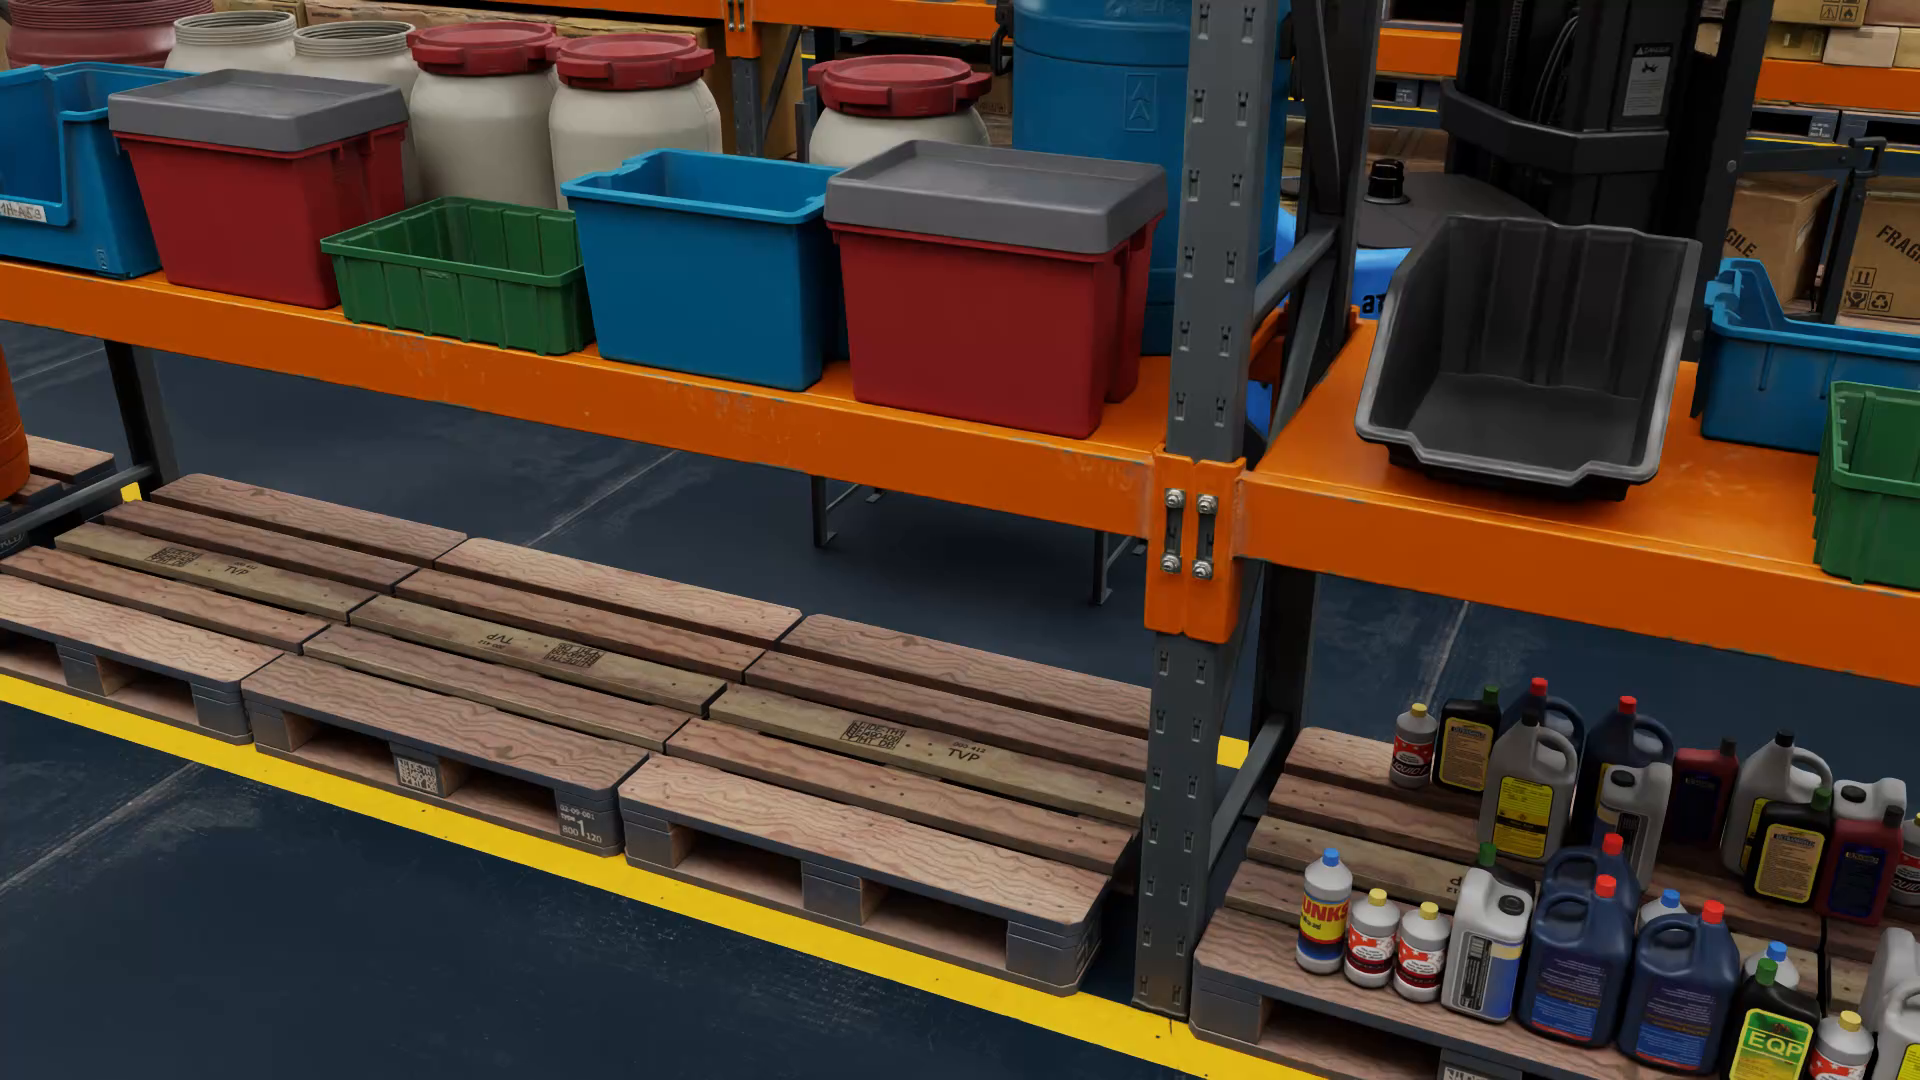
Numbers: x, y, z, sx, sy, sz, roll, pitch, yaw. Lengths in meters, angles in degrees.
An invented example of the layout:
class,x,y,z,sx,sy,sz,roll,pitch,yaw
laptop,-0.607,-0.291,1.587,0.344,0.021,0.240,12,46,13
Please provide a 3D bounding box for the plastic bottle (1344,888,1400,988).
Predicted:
class,x,y,z,sx,sy,sz,roll,pitch,yaw
plastic bottle,0.843,0.803,3.394,0.097,0.201,0.097,0,26,0

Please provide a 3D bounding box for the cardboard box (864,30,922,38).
class,x,y,z,sx,sy,sz,roll,pitch,yaw
cardboard box,-0.471,-4.476,13.800,0.500,0.500,0.500,10,28,20

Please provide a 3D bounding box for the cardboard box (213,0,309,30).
class,x,y,z,sx,sy,sz,roll,pitch,yaw
cardboard box,-4.000,-3.089,10.558,0.875,0.875,1.225,11,28,22

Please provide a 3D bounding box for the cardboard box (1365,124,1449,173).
class,x,y,z,sx,sy,sz,roll,pitch,yaw
cardboard box,2.142,-1.697,8.133,0.500,0.500,0.700,9,28,18

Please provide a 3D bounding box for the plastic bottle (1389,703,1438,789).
class,x,y,z,sx,sy,sz,roll,pitch,yaw
plastic bottle,1.101,0.491,4.028,0.097,0.201,0.097,0,26,0

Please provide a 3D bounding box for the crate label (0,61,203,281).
class,x,y,z,sx,sy,sz,roll,pitch,yaw
crate label,-2.207,-0.965,4.275,0.616,0.435,0.502,11,28,22

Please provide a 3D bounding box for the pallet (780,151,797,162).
class,x,y,z,sx,sy,sz,roll,pitch,yaw
pallet,-1.636,-2.155,9.888,1.213,0.211,1.003,11,28,22

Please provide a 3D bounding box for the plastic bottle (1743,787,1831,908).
class,x,y,z,sx,sy,sz,roll,pitch,yaw
plastic bottle,1.797,0.655,3.602,0.133,0.283,0.061,11,28,22

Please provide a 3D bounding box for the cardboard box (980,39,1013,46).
class,x,y,z,sx,sy,sz,roll,pitch,yaw
cardboard box,0.488,-4.290,13.421,0.500,0.500,0.500,11,28,22

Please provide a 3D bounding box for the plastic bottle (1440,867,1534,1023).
class,x,y,z,sx,sy,sz,roll,pitch,yaw
plastic bottle,1.056,0.799,3.317,0.135,0.276,0.152,12,29,24

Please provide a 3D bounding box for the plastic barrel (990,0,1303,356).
class,x,y,z,sx,sy,sz,roll,pitch,yaw
plastic barrel,0.415,-0.926,3.667,0.708,0.901,0.600,11,28,22

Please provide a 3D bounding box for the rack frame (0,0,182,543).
class,x,y,z,sx,sy,sz,roll,pitch,yaw
rack frame,-3.000,-1.240,4.873,0.127,3.000,1.000,11,28,22

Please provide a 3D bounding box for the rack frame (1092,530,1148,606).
class,x,y,z,sx,sy,sz,roll,pitch,yaw
rack frame,0.540,-0.564,5.198,0.032,1.500,0.500,11,28,22

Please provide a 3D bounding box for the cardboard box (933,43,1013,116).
class,x,y,z,sx,sy,sz,roll,pitch,yaw
cardboard box,0.160,-2.440,8.794,0.500,0.250,0.500,15,30,28

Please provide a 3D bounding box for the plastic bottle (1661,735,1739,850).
class,x,y,z,sx,sy,sz,roll,pitch,yaw
plastic bottle,1.687,0.563,3.788,0.133,0.283,0.061,13,29,25

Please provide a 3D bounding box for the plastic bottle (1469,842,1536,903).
class,x,y,z,sx,sy,sz,roll,pitch,yaw
plastic bottle,1.099,0.752,3.403,0.133,0.283,0.061,11,28,22

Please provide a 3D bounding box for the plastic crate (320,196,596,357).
class,x,y,z,sx,sy,sz,roll,pitch,yaw
plastic crate,-1.061,-0.618,3.850,0.662,0.188,0.450,11,28,22

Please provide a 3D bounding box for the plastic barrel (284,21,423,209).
class,x,y,z,sx,sy,sz,roll,pitch,yaw
plastic barrel,-1.591,-1.111,4.484,0.421,0.512,0.421,0,26,0

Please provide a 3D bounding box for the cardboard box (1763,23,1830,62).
class,x,y,z,sx,sy,sz,roll,pitch,yaw
cardboard box,3.456,-2.100,6.903,0.250,0.149,0.380,11,28,22

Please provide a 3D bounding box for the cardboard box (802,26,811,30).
class,x,y,z,sx,sy,sz,roll,pitch,yaw
cardboard box,-1.401,-4.668,14.190,0.500,0.500,0.500,13,29,24

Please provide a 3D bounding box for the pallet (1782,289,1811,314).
class,x,y,z,sx,sy,sz,roll,pitch,yaw
pallet,3.318,-1.140,7.828,1.213,0.211,1.003,11,28,22

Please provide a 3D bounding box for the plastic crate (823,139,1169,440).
class,x,y,z,sx,sy,sz,roll,pitch,yaw
plastic crate,0.074,-0.503,3.303,0.583,0.464,0.402,11,28,22

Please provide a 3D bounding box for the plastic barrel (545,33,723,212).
class,x,y,z,sx,sy,sz,roll,pitch,yaw
plastic barrel,-0.807,-0.967,4.164,0.433,0.535,0.433,0,26,0

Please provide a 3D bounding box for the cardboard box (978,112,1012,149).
class,x,y,z,sx,sy,sz,roll,pitch,yaw
cardboard box,0.179,-2.097,8.945,0.500,0.500,0.700,9,28,18

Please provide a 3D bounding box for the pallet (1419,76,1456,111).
class,x,y,z,sx,sy,sz,roll,pitch,yaw
pallet,4.103,-3.336,12.286,1.213,0.211,1.003,11,28,22

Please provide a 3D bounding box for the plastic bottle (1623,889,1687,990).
class,x,y,z,sx,sy,sz,roll,pitch,yaw
plastic bottle,1.386,0.810,3.299,0.097,0.271,0.097,0,26,0

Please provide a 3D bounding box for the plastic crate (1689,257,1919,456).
class,x,y,z,sx,sy,sz,roll,pitch,yaw
plastic crate,1.761,-0.349,3.231,0.616,0.251,0.499,11,28,22

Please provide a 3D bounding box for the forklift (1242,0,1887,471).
class,x,y,z,sx,sy,sz,roll,pitch,yaw
forklift,2.515,-1.557,5.594,3.031,2.935,1.130,-5,27,-10

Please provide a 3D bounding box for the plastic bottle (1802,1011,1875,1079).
class,x,y,z,sx,sy,sz,roll,pitch,yaw
plastic bottle,1.624,0.960,3.075,0.097,0.201,0.097,0,26,0

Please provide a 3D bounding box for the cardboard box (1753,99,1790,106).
class,x,y,z,sx,sy,sz,roll,pitch,yaw
cardboard box,5.380,-3.568,11.531,0.875,0.875,0.875,12,29,23

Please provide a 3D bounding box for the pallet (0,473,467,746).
class,x,y,z,sx,sy,sz,roll,pitch,yaw
pallet,-2.311,0.168,5.169,1.213,0.211,1.003,11,28,22

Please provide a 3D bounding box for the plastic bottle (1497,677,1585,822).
class,x,y,z,sx,sy,sz,roll,pitch,yaw
plastic bottle,1.347,0.484,3.871,0.185,0.351,0.144,11,28,20

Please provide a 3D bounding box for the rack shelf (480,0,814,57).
class,x,y,z,sx,sy,sz,roll,pitch,yaw
rack shelf,-2.770,-3.274,9.819,4.000,0.370,1.077,11,28,22

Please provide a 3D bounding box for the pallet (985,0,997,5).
class,x,y,z,sx,sy,sz,roll,pitch,yaw
pallet,0.869,-2.800,8.258,1.213,0.211,1.003,11,28,22

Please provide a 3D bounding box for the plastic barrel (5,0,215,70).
class,x,y,z,sx,sy,sz,roll,pitch,yaw
plastic barrel,-2.452,-1.338,4.918,0.708,0.536,0.600,11,28,22

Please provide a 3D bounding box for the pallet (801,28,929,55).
class,x,y,z,sx,sy,sz,roll,pitch,yaw
pallet,-0.622,-4.323,14.292,1.213,0.211,1.003,11,28,22

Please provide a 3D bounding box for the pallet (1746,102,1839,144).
class,x,y,z,sx,sy,sz,roll,pitch,yaw
pallet,5.497,-3.054,11.715,1.213,0.211,1.003,11,28,22

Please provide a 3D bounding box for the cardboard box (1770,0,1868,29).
class,x,y,z,sx,sy,sz,roll,pitch,yaw
cardboard box,3.516,-2.466,6.912,0.500,0.500,0.875,11,28,22

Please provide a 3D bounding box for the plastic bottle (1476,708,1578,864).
class,x,y,z,sx,sy,sz,roll,pitch,yaw
plastic bottle,1.287,0.542,3.754,0.185,0.351,0.144,11,28,22

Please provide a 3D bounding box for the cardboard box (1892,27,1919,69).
class,x,y,z,sx,sy,sz,roll,pitch,yaw
cardboard box,3.911,-2.008,6.718,0.250,0.149,0.380,11,28,22

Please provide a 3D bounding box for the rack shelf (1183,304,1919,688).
class,x,y,z,sx,sy,sz,roll,pitch,yaw
rack shelf,2.462,0.180,2.803,4.000,0.370,1.077,11,28,22

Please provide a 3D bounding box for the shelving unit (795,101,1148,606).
class,x,y,z,sx,sy,sz,roll,pitch,yaw
shelving unit,0.078,-0.657,5.387,1.048,1.500,0.538,11,28,22

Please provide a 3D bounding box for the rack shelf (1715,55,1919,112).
class,x,y,z,sx,sy,sz,roll,pitch,yaw
rack shelf,4.512,-1.812,6.848,4.000,0.370,1.077,11,28,22

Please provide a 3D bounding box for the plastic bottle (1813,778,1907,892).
class,x,y,z,sx,sy,sz,roll,pitch,yaw
plastic bottle,1.962,0.643,3.633,0.135,0.276,0.152,12,29,23

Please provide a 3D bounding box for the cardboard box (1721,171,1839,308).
class,x,y,z,sx,sy,sz,roll,pitch,yaw
cardboard box,3.564,-1.376,7.504,0.500,0.500,0.500,22,34,38

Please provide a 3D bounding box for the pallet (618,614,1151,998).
class,x,y,z,sx,sy,sz,roll,pitch,yaw
pallet,-0.090,0.614,4.263,1.213,0.211,1.003,11,28,22

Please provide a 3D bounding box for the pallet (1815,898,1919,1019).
class,x,y,z,sx,sy,sz,roll,pitch,yaw
pallet,2.350,1.104,3.268,1.213,0.211,1.003,11,28,22

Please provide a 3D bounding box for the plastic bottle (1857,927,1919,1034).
class,x,y,z,sx,sy,sz,roll,pitch,yaw
plastic bottle,1.802,0.879,3.155,0.135,0.276,0.152,11,28,22

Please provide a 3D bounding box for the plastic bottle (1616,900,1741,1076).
class,x,y,z,sx,sy,sz,roll,pitch,yaw
plastic bottle,1.376,0.831,3.166,0.185,0.351,0.144,10,28,20

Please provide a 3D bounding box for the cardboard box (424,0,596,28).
class,x,y,z,sx,sy,sz,roll,pitch,yaw
cardboard box,-2.377,-2.767,9.905,0.875,0.875,1.225,11,28,22
